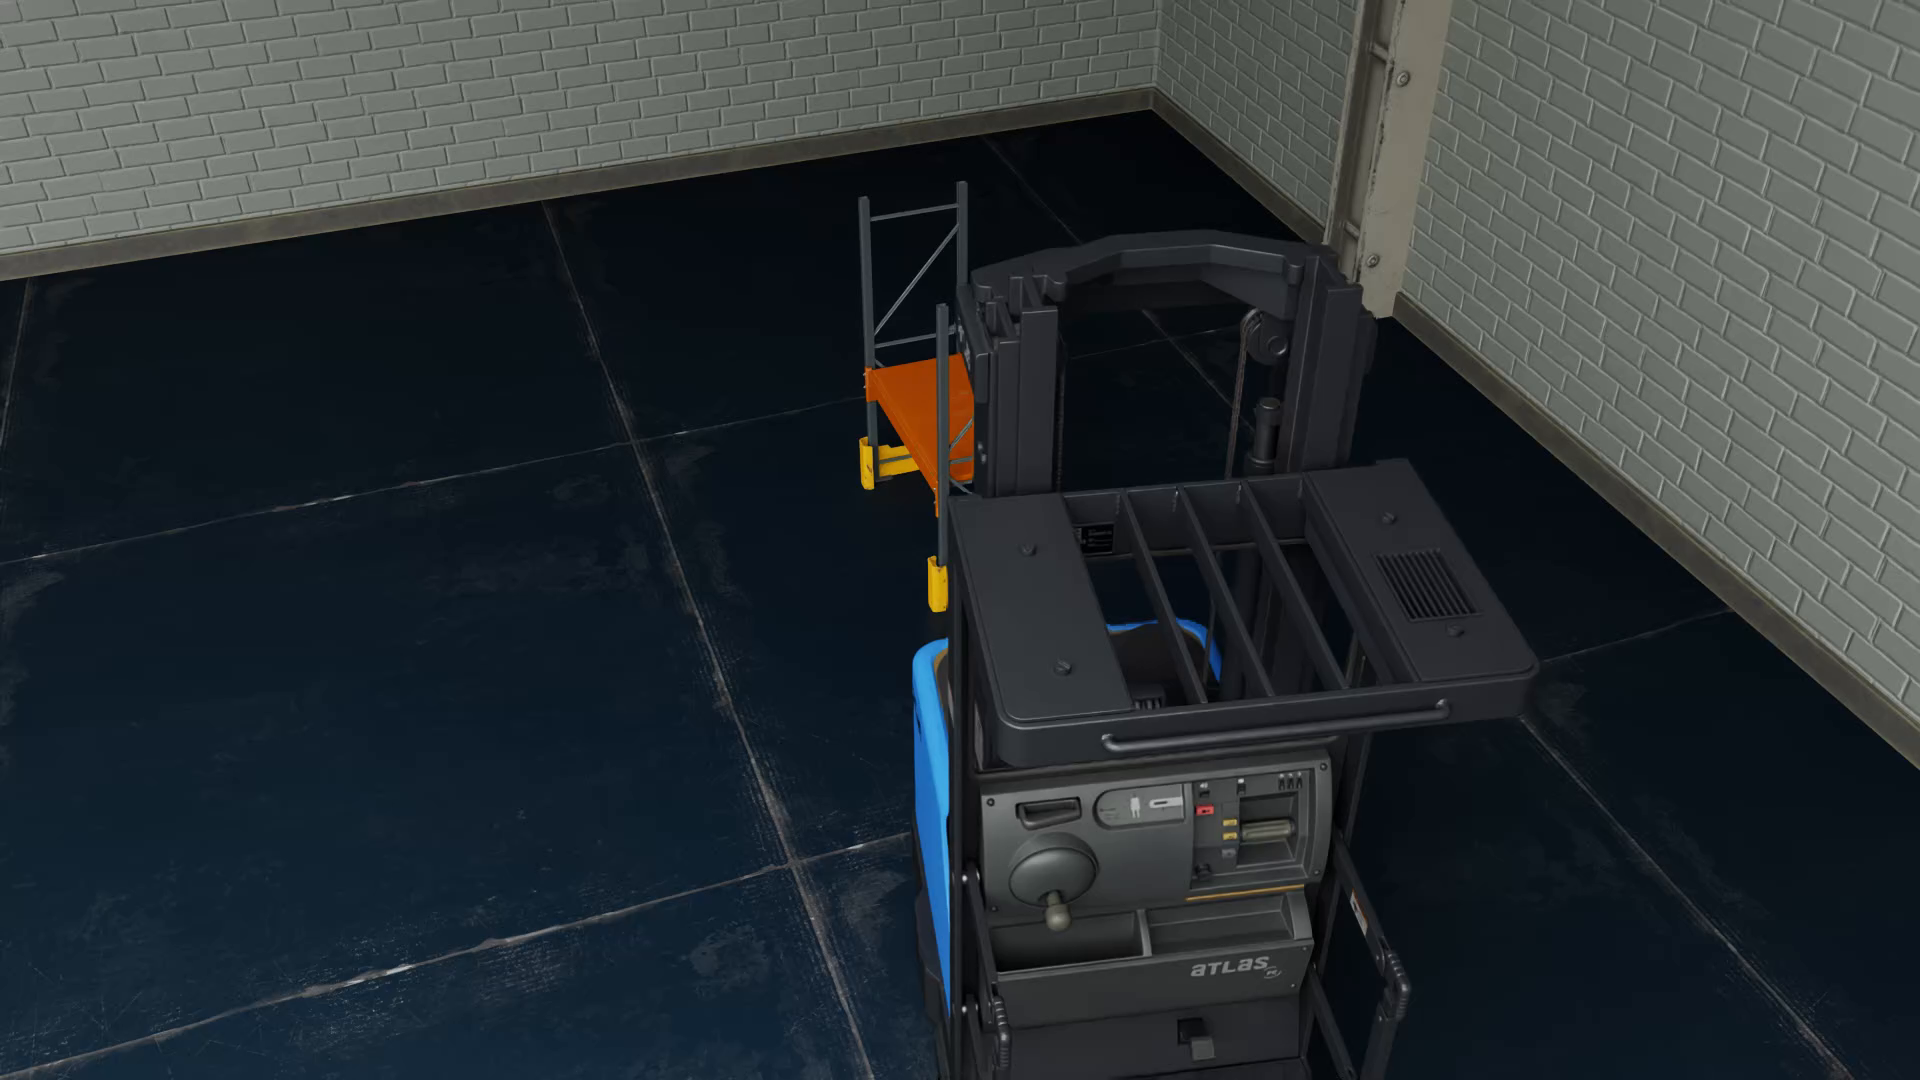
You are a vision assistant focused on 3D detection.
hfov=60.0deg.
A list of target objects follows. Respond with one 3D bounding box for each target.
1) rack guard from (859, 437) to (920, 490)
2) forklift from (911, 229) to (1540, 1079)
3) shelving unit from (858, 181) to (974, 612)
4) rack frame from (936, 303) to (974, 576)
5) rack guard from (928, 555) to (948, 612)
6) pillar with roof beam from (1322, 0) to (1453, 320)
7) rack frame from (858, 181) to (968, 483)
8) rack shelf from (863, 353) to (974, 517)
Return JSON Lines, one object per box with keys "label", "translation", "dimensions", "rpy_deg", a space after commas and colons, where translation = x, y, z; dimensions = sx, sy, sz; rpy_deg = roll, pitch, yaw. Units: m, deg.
{"label": "rack guard", "translation": [-0.198, -0.424, 8.105], "dimensions": [0.587, 0.250, 0.087], "rpy_deg": [-12, 39, -16]}
{"label": "forklift", "translation": [0.551, 0.856, 4.177], "dimensions": [1.130, 2.935, 3.031], "rpy_deg": [-5, 37, -7]}
{"label": "shelving unit", "translation": [-0.026, -0.642, 7.356], "dimensions": [0.587, 1.500, 1.083], "rpy_deg": [-12, 39, -16]}
{"label": "rack frame", "translation": [0.146, -0.360, 6.981], "dimensions": [0.500, 1.500, 0.032], "rpy_deg": [-12, 39, -16]}
{"label": "rack guard", "translation": [0.145, 0.138, 7.358], "dimensions": [0.587, 0.250, 0.087], "rpy_deg": [-12, 39, -16]}
{"label": "pillar with roof beam", "translation": [-1.769, -4.063, 5.665], "dimensions": [9.100, 9.000, 0.400], "rpy_deg": [-12, 39, -16]}
{"label": "rack frame", "translation": [-0.204, -0.934, 7.744], "dimensions": [0.500, 1.500, 0.032], "rpy_deg": [-12, 39, -16]}
{"label": "rack shelf", "translation": [-0.029, -0.504, 7.471], "dimensions": [0.538, 0.185, 1.000], "rpy_deg": [-12, 39, -16]}
